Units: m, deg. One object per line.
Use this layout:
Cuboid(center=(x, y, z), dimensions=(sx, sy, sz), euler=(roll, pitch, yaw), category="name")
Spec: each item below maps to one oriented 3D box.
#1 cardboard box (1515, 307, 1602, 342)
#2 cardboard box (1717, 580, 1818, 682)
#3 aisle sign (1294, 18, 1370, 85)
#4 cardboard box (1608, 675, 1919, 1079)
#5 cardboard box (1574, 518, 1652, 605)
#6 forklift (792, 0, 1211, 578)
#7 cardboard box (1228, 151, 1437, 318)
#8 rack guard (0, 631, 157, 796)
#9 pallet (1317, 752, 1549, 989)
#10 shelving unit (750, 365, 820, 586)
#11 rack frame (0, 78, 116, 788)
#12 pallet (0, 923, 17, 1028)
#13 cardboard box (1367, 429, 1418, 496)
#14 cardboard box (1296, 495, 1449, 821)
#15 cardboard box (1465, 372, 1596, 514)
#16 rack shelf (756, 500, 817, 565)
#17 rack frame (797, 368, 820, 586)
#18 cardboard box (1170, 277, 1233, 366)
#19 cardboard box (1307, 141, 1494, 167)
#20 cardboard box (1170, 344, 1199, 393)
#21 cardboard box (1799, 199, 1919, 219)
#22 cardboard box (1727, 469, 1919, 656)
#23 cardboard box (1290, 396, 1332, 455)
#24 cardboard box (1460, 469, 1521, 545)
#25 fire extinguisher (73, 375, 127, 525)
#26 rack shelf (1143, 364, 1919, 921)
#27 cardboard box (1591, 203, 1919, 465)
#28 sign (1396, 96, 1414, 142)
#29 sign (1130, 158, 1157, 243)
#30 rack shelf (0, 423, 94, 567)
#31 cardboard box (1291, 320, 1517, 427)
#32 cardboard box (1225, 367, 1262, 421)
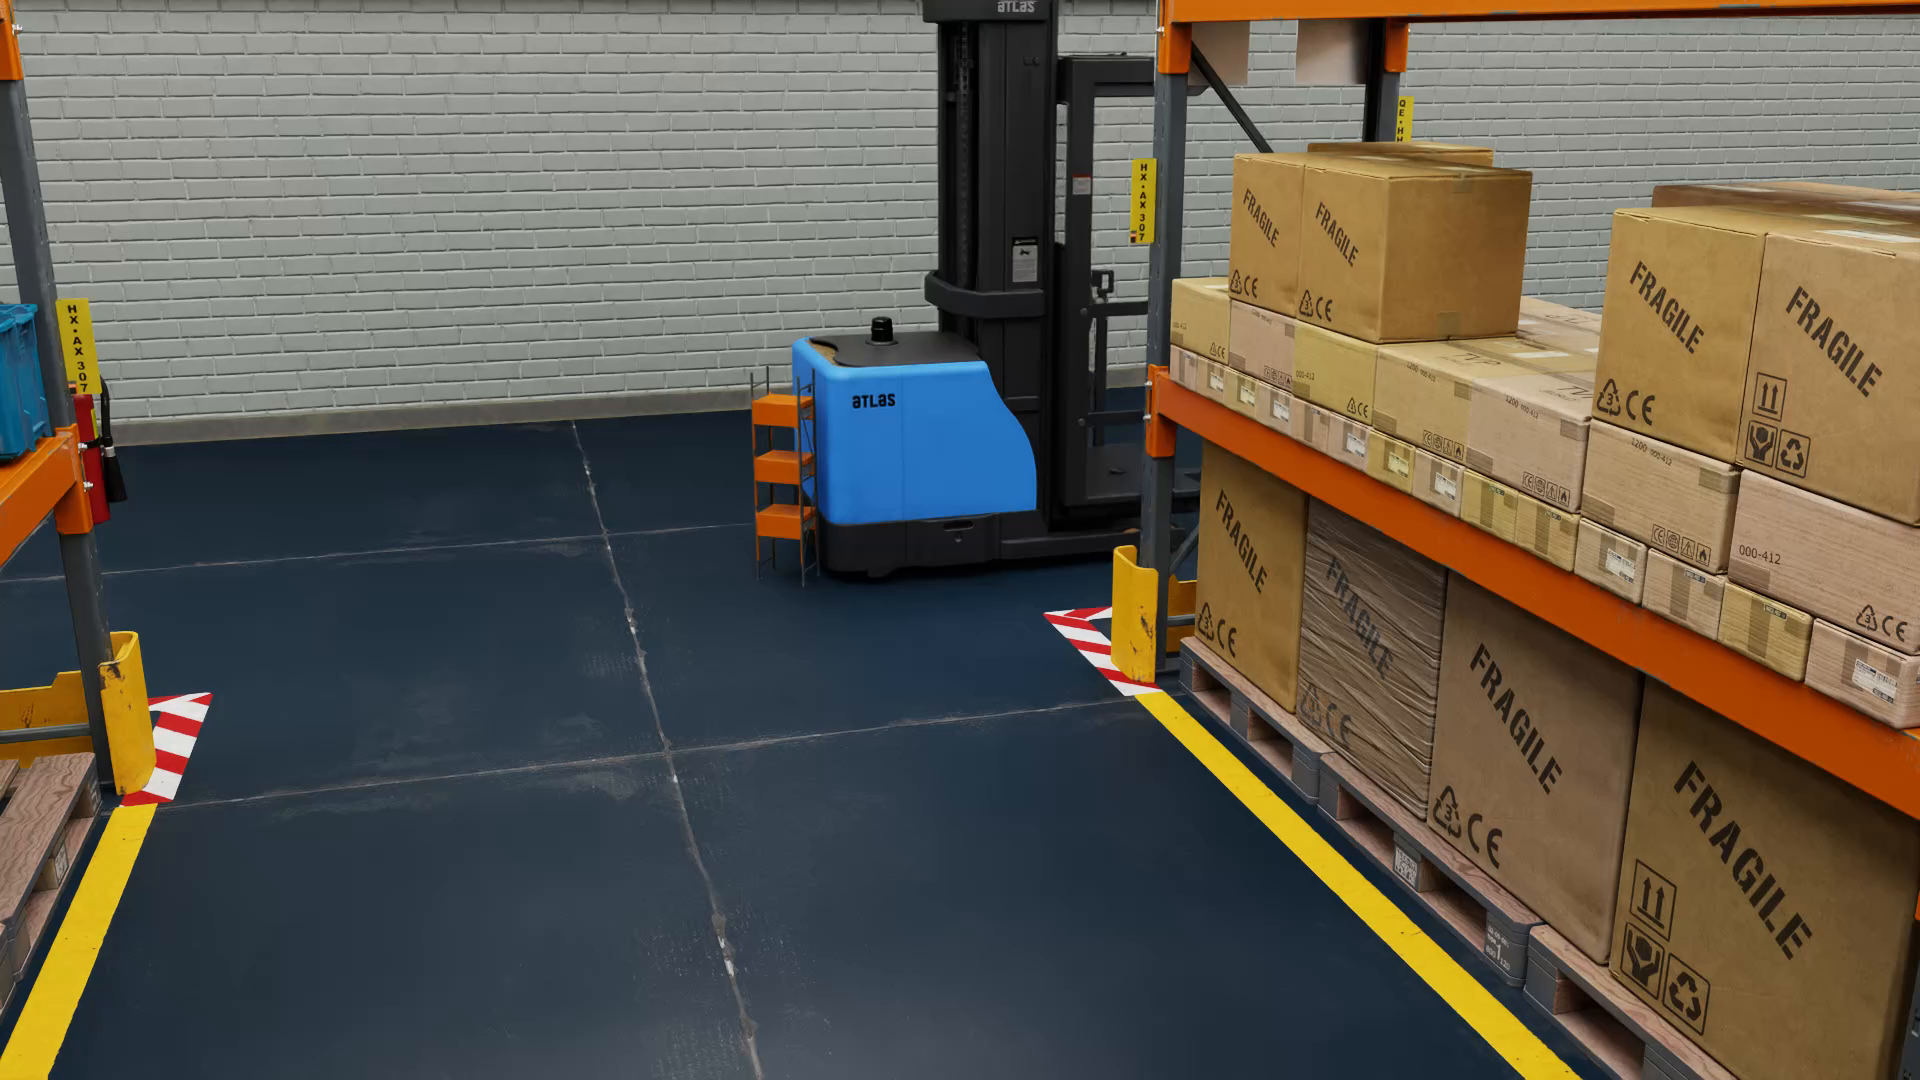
Cuboid(center=(1.921, -0.596, 5.465), dimensions=(0.500, 0.250, 0.500), euler=(-5, 18, -17), category="cardboard box")
Cuboid(center=(1.883, 0.178, 3.584), dimensions=(0.380, 0.149, 0.250), euler=(-4, 17, -14), category="cardboard box")
Cuboid(center=(1.522, -2.208, 6.570), dimensions=(0.394, 0.787, 0.004), euler=(-5, 17, -15), category="aisle sign")
Cuboid(center=(2.248, 0.815, 3.990), dimensions=(0.875, 0.875, 0.875), euler=(-5, 17, -15), category="cardboard box")
Cuboid(center=(1.742, 0.036, 4.056), dimensions=(0.380, 0.149, 0.250), euler=(-4, 17, -14), category="cardboard box")
Cuboid(center=(0.677, -1.436, 8.639), dimensions=(3.031, 2.935, 1.130), euler=(-5, 17, -16), category="forklift")
Cuboid(center=(1.263, -1.057, 5.696), dimensions=(0.500, 0.500, 0.500), euler=(-5, 17, -17), category="cardboard box")
Cuboid(center=(-3.528, 0.664, 5.874), dimensions=(1.175, 0.500, 0.348), euler=(-5, 17, -15), category="rack guard")
Cuboid(center=(1.880, 0.968, 5.363), dimensions=(1.003, 0.211, 1.213), euler=(-5, 17, -15), category="pallet")
Cuboid(center=(-0.857, -0.314, 8.172), dimensions=(0.252, 1.050, 0.215), euler=(6, 18, 18), category="shelving unit")
Cuboid(center=(-3.509, -0.528, 5.495), dimensions=(1.000, 3.000, 0.127), euler=(-5, 17, -15), category="rack frame")
Cuboid(center=(-2.988, 1.376, 4.005), dimensions=(1.003, 0.211, 1.213), euler=(-5, 17, -15), category="pallet")
Cuboid(center=(1.458, -0.249, 5.005), dimensions=(0.380, 0.149, 0.250), euler=(-5, 17, -17), category="cardboard box")
Cuboid(center=(1.757, 0.319, 5.638), dimensions=(0.875, 0.875, 0.875), euler=(-5, 17, -15), category="cardboard box")
Cuboid(center=(1.694, -0.269, 4.378), dimensions=(0.500, 0.250, 0.500), euler=(-4, 17, -14), category="cardboard box")
Cuboid(center=(-0.857, -0.038, 8.256), dimensions=(0.240, 0.259, 0.215), euler=(6, 18, 18), category="rack shelf")
Cuboid(center=(-0.741, -0.303, 8.135), dimensions=(0.008, 1.050, 0.200), euler=(6, 18, 18), category="rack frame")
Cuboid(center=(1.126, -0.836, 6.265), dimensions=(0.500, 0.250, 0.500), euler=(-5, 17, -17), category="cardboard box")
Cuboid(center=(1.640, -1.235, 6.290), dimensions=(0.500, 0.500, 0.500), euler=(-4, 17, -15), category="cardboard box")
Cuboid(center=(1.034, -0.675, 6.421), dimensions=(0.380, 0.149, 0.250), euler=(-4, 17, -15), category="cardboard box")
Cuboid(center=(2.339, -0.532, 3.950), dimensions=(0.500, 0.500, 0.500), euler=(-5, 17, -15), category="cardboard box")
Cuboid(center=(1.979, 0.015, 3.432), dimensions=(0.500, 0.250, 0.500), euler=(-5, 17, -16), category="cardboard box")
Cuboid(center=(1.318, -0.391, 5.476), dimensions=(0.380, 0.149, 0.250), euler=(-5, 17, -16), category="cardboard box")
Cuboid(center=(1.601, -0.107, 4.529), dimensions=(0.380, 0.149, 0.250), euler=(-5, 17, -16), category="cardboard box")
Cuboid(center=(-3.113, -0.390, 5.819), dimensions=(0.296, 0.674, 0.183), euler=(-5, 17, -15), category="fire extinguisher")
Cuboid(center=(1.803, -0.022, 5.061), dimensions=(1.077, 0.370, 4.000), euler=(-5, 17, -15), category="rack shelf")
Cuboid(center=(1.836, -0.488, 3.802), dimensions=(0.500, 0.500, 0.500), euler=(-5, 17, -15), category="cardboard box")
Cuboid(center=(1.779, -1.626, 6.728), dimensions=(0.100, 0.325, 0.005), euler=(-5, 17, -15), category="sign")
Cuboid(center=(0.718, -1.330, 6.522), dimensions=(0.100, 0.325, 0.005), euler=(-5, 17, -15), category="sign")
Cuboid(center=(-2.959, 0.370, 3.757), dimensions=(1.077, 0.370, 4.000), euler=(-5, 17, -15), category="rack shelf")
Cuboid(center=(1.410, -0.553, 5.324), dimensions=(0.500, 0.250, 0.500), euler=(-5, 18, -17), category="cardboard box")
Cuboid(center=(1.177, -0.533, 5.950), dimensions=(0.380, 0.149, 0.250), euler=(-5, 17, -17), category="cardboard box")
